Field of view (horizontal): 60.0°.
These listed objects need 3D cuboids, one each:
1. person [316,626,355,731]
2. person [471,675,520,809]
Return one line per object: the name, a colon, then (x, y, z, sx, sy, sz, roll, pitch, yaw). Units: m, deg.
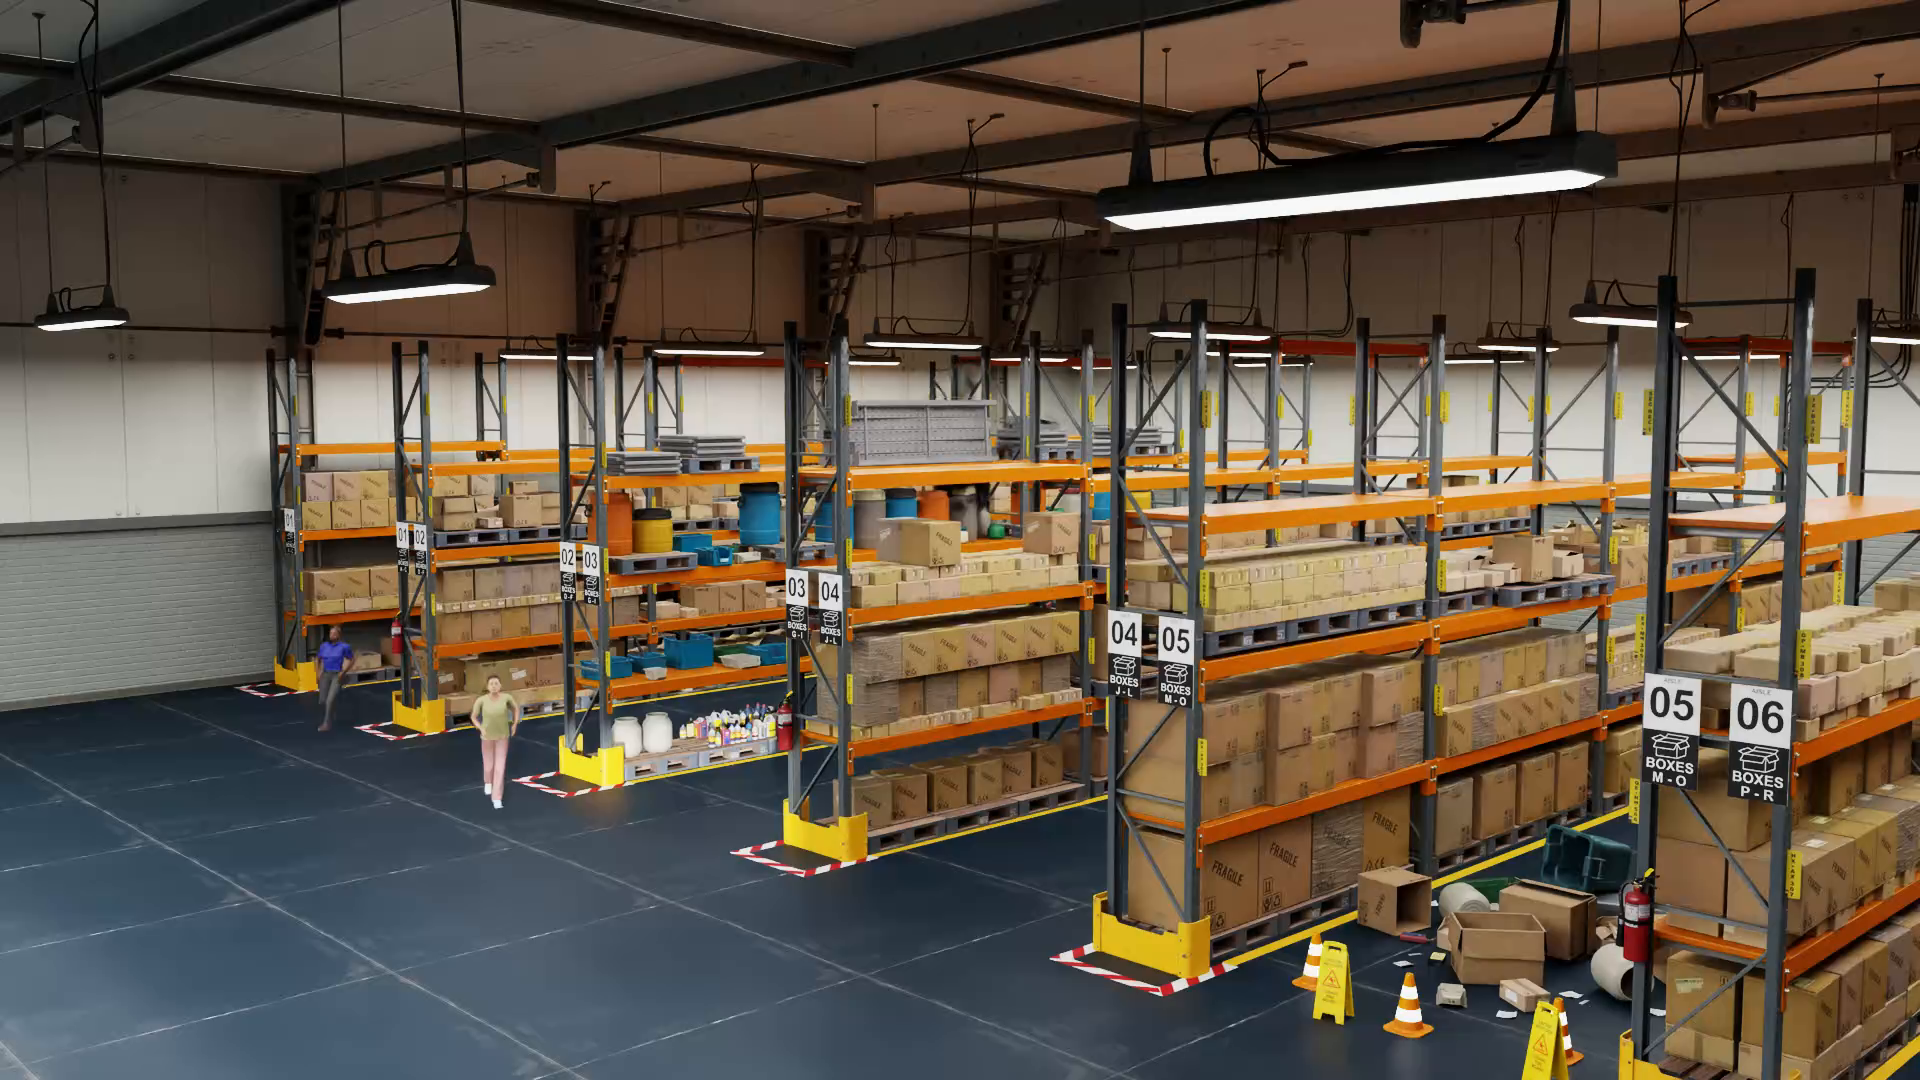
person: (-9.723, 2.148, 25.933, 0.597, 1.588, 0.596, 0, 5, -2)
person: (-5.893, 2.521, 21.120, 0.603, 1.662, 0.739, -2, 5, -18)
